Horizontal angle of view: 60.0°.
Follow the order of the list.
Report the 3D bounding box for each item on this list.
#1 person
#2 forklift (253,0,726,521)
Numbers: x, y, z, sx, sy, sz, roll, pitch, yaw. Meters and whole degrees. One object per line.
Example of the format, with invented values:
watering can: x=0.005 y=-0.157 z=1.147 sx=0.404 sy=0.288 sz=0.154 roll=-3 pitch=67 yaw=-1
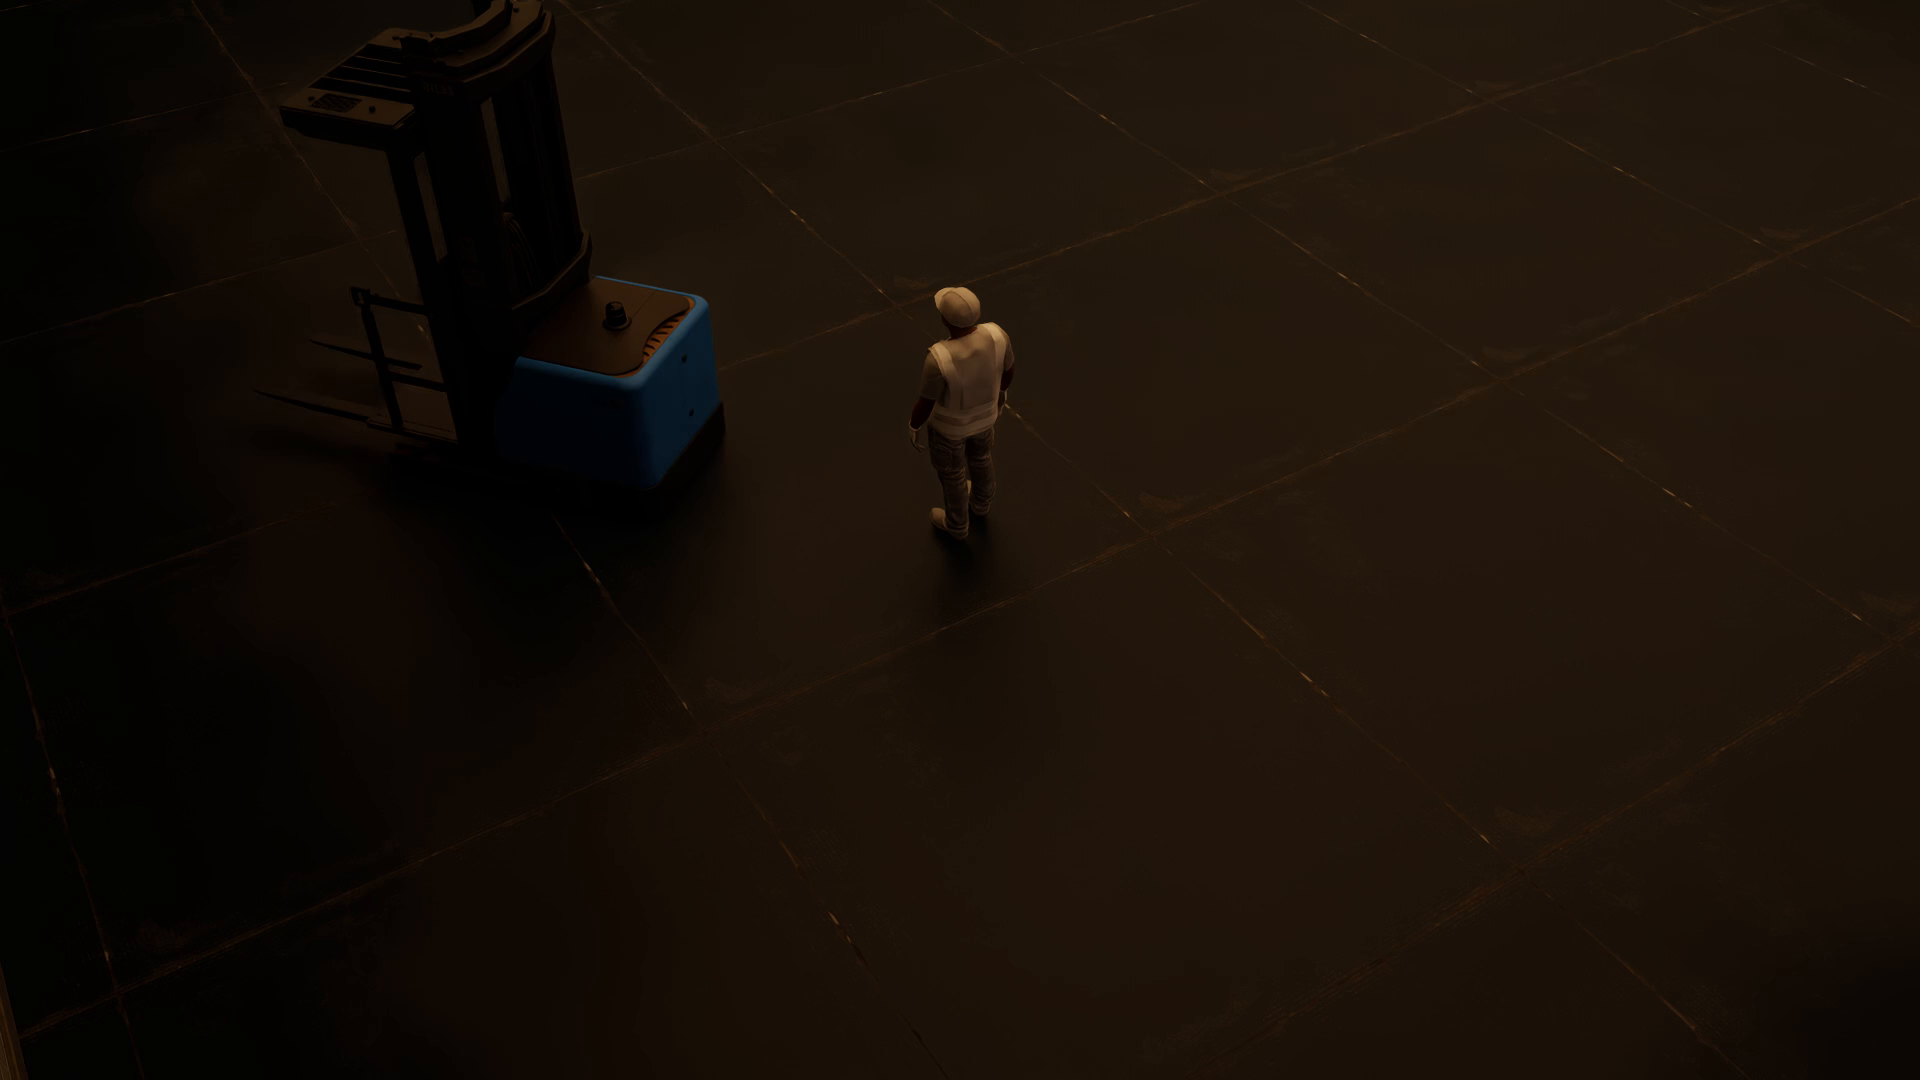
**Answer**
person: x=-0.032 y=-0.750 z=9.530 sx=0.656 sy=1.784 sz=0.575 roll=-23 pitch=46 yaw=-24
forklift: x=-3.095 y=-1.804 z=9.936 sx=3.031 sy=2.935 sz=1.130 roll=13 pitch=43 yaw=14
